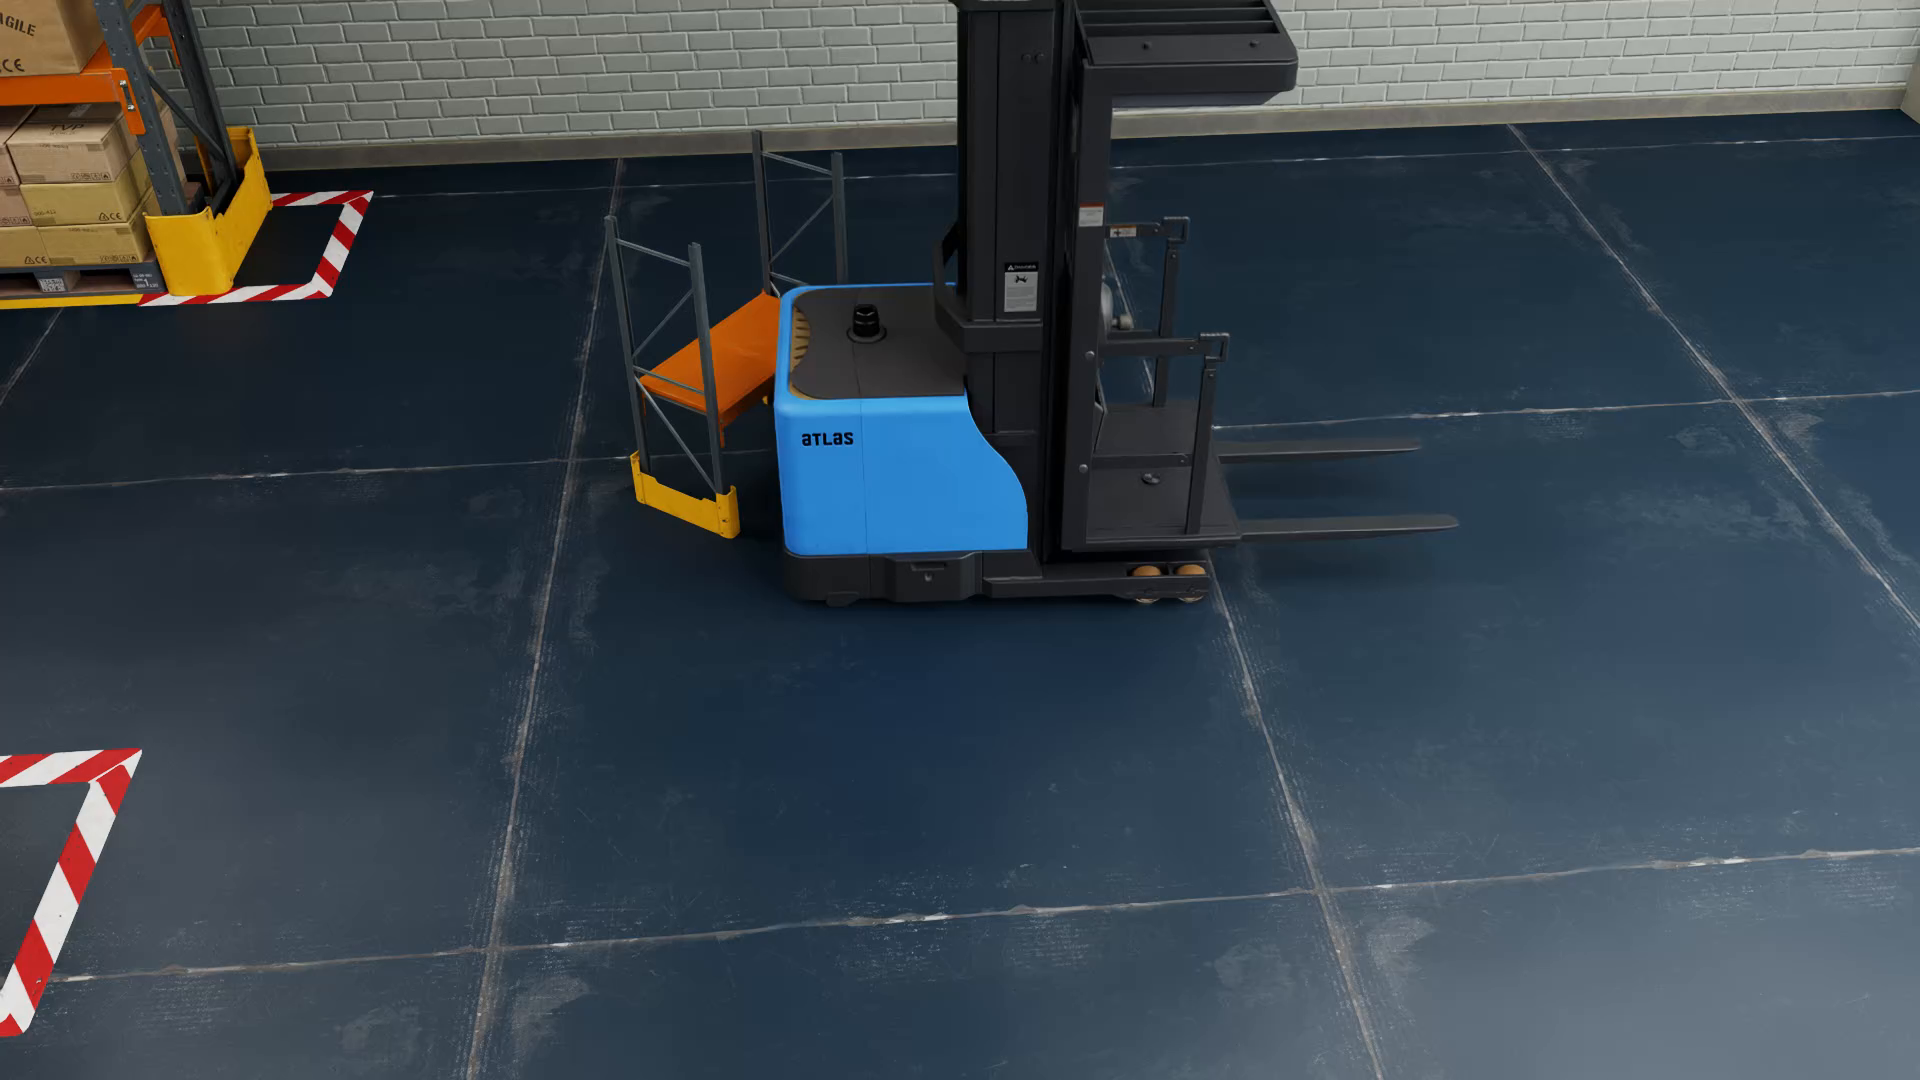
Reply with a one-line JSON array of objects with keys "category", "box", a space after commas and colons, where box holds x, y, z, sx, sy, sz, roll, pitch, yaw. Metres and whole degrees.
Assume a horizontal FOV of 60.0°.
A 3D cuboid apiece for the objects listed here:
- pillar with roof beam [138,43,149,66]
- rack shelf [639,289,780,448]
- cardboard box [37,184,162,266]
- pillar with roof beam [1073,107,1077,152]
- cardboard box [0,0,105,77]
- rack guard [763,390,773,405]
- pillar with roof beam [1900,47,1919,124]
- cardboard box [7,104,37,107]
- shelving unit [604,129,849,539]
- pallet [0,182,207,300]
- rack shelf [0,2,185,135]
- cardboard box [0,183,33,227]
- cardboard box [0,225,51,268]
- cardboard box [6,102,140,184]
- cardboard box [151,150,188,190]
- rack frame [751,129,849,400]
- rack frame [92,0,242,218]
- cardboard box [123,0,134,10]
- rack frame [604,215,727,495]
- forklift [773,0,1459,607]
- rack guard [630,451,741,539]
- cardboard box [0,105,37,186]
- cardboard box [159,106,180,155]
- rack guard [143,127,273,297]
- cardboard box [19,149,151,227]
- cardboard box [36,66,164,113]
[{"category": "pillar with roof beam", "box": [-4.837, -3.153, 4.481, 0.400, 9.000, 9.100, -3, 38, -4]}, {"category": "rack shelf", "box": [-1.023, -0.832, 7.884, 0.538, 0.185, 1.000, 21, 43, 25]}, {"category": "cardboard box", "box": [-4.885, -1.801, 9.491, 0.500, 0.250, 0.500, -3, 38, -4]}, {"category": "pillar with roof beam", "box": [1.140, -3.482, 4.898, 0.400, 9.000, 9.100, -3, 38, -4]}, {"category": "cardboard box", "box": [-4.912, -2.786, 8.779, 0.500, 0.500, 0.500, -4, 38, -5]}, {"category": "rack guard", "box": [-0.764, -0.740, 8.486, 0.587, 0.250, 0.087, 21, 43, 25]}, {"category": "pillar with roof beam", "box": [7.116, -3.811, 5.315, 0.400, 9.000, 9.100, -3, 38, -4]}, {"category": "cardboard box", "box": [-5.438, -2.475, 9.538, 0.500, 0.250, 0.500, -3, 38, -4]}, {"category": "shelving unit", "box": [-1.028, -0.969, 7.767, 0.587, 1.500, 1.083, 21, 43, 25]}, {"category": "pallet", "box": [-5.203, -1.773, 9.827, 1.213, 0.211, 1.003, -3, 38, -4]}, {"category": "rack shelf", "box": [-6.437, -2.544, 9.133, 4.000, 0.370, 1.077, -3, 38, -4]}, {"category": "cardboard box", "box": [-5.402, -1.977, 9.311, 0.500, 0.250, 0.500, -3, 38, -4]}, {"category": "cardboard box", "box": [-5.381, -1.779, 9.464, 0.500, 0.250, 0.500, -3, 38, -4]}, {"category": "cardboard box", "box": [-4.876, -2.196, 9.185, 0.500, 0.250, 0.500, -2, 38, -2]}, {"category": "cardboard box", "box": [-4.951, -2.115, 9.890, 0.500, 0.250, 0.500, -3, 38, -4]}, {"category": "rack frame", "box": [-0.754, -1.240, 8.111, 0.500, 1.500, 0.032, 21, 43, 25]}, {"category": "rack frame", "box": [-4.445, -2.936, 9.049, 0.127, 3.000, 1.000, -3, 38, -4]}, {"category": "cardboard box", "box": [-4.963, -3.119, 9.201, 0.500, 0.500, 0.500, -2, 38, -3]}, {"category": "rack frame", "box": [-1.293, -0.707, 7.435, 0.500, 1.500, 0.032, 21, 43, 25]}, {"category": "forklift", "box": [0.716, -1.199, 6.904, 3.031, 2.935, 1.130, -2, 38, -2]}, {"category": "rack guard", "box": [-1.293, -0.217, 7.823, 0.587, 0.250, 0.087, 21, 43, 25]}, {"category": "cardboard box", "box": [-5.384, -2.164, 9.145, 0.500, 0.250, 0.500, -2, 38, -3]}, {"category": "cardboard box", "box": [-4.931, -2.320, 9.746, 0.500, 0.250, 0.500, -2, 38, -3]}, {"category": "rack guard", "box": [-4.421, -1.956, 9.825, 0.348, 0.500, 1.175, -3, 38, -4]}, {"category": "cardboard box", "box": [-4.902, -1.998, 9.338, 0.500, 0.250, 0.500, -4, 38, -5]}, {"category": "cardboard box", "box": [-4.940, -2.504, 9.576, 0.500, 0.250, 0.500, -4, 38, -5]}]
